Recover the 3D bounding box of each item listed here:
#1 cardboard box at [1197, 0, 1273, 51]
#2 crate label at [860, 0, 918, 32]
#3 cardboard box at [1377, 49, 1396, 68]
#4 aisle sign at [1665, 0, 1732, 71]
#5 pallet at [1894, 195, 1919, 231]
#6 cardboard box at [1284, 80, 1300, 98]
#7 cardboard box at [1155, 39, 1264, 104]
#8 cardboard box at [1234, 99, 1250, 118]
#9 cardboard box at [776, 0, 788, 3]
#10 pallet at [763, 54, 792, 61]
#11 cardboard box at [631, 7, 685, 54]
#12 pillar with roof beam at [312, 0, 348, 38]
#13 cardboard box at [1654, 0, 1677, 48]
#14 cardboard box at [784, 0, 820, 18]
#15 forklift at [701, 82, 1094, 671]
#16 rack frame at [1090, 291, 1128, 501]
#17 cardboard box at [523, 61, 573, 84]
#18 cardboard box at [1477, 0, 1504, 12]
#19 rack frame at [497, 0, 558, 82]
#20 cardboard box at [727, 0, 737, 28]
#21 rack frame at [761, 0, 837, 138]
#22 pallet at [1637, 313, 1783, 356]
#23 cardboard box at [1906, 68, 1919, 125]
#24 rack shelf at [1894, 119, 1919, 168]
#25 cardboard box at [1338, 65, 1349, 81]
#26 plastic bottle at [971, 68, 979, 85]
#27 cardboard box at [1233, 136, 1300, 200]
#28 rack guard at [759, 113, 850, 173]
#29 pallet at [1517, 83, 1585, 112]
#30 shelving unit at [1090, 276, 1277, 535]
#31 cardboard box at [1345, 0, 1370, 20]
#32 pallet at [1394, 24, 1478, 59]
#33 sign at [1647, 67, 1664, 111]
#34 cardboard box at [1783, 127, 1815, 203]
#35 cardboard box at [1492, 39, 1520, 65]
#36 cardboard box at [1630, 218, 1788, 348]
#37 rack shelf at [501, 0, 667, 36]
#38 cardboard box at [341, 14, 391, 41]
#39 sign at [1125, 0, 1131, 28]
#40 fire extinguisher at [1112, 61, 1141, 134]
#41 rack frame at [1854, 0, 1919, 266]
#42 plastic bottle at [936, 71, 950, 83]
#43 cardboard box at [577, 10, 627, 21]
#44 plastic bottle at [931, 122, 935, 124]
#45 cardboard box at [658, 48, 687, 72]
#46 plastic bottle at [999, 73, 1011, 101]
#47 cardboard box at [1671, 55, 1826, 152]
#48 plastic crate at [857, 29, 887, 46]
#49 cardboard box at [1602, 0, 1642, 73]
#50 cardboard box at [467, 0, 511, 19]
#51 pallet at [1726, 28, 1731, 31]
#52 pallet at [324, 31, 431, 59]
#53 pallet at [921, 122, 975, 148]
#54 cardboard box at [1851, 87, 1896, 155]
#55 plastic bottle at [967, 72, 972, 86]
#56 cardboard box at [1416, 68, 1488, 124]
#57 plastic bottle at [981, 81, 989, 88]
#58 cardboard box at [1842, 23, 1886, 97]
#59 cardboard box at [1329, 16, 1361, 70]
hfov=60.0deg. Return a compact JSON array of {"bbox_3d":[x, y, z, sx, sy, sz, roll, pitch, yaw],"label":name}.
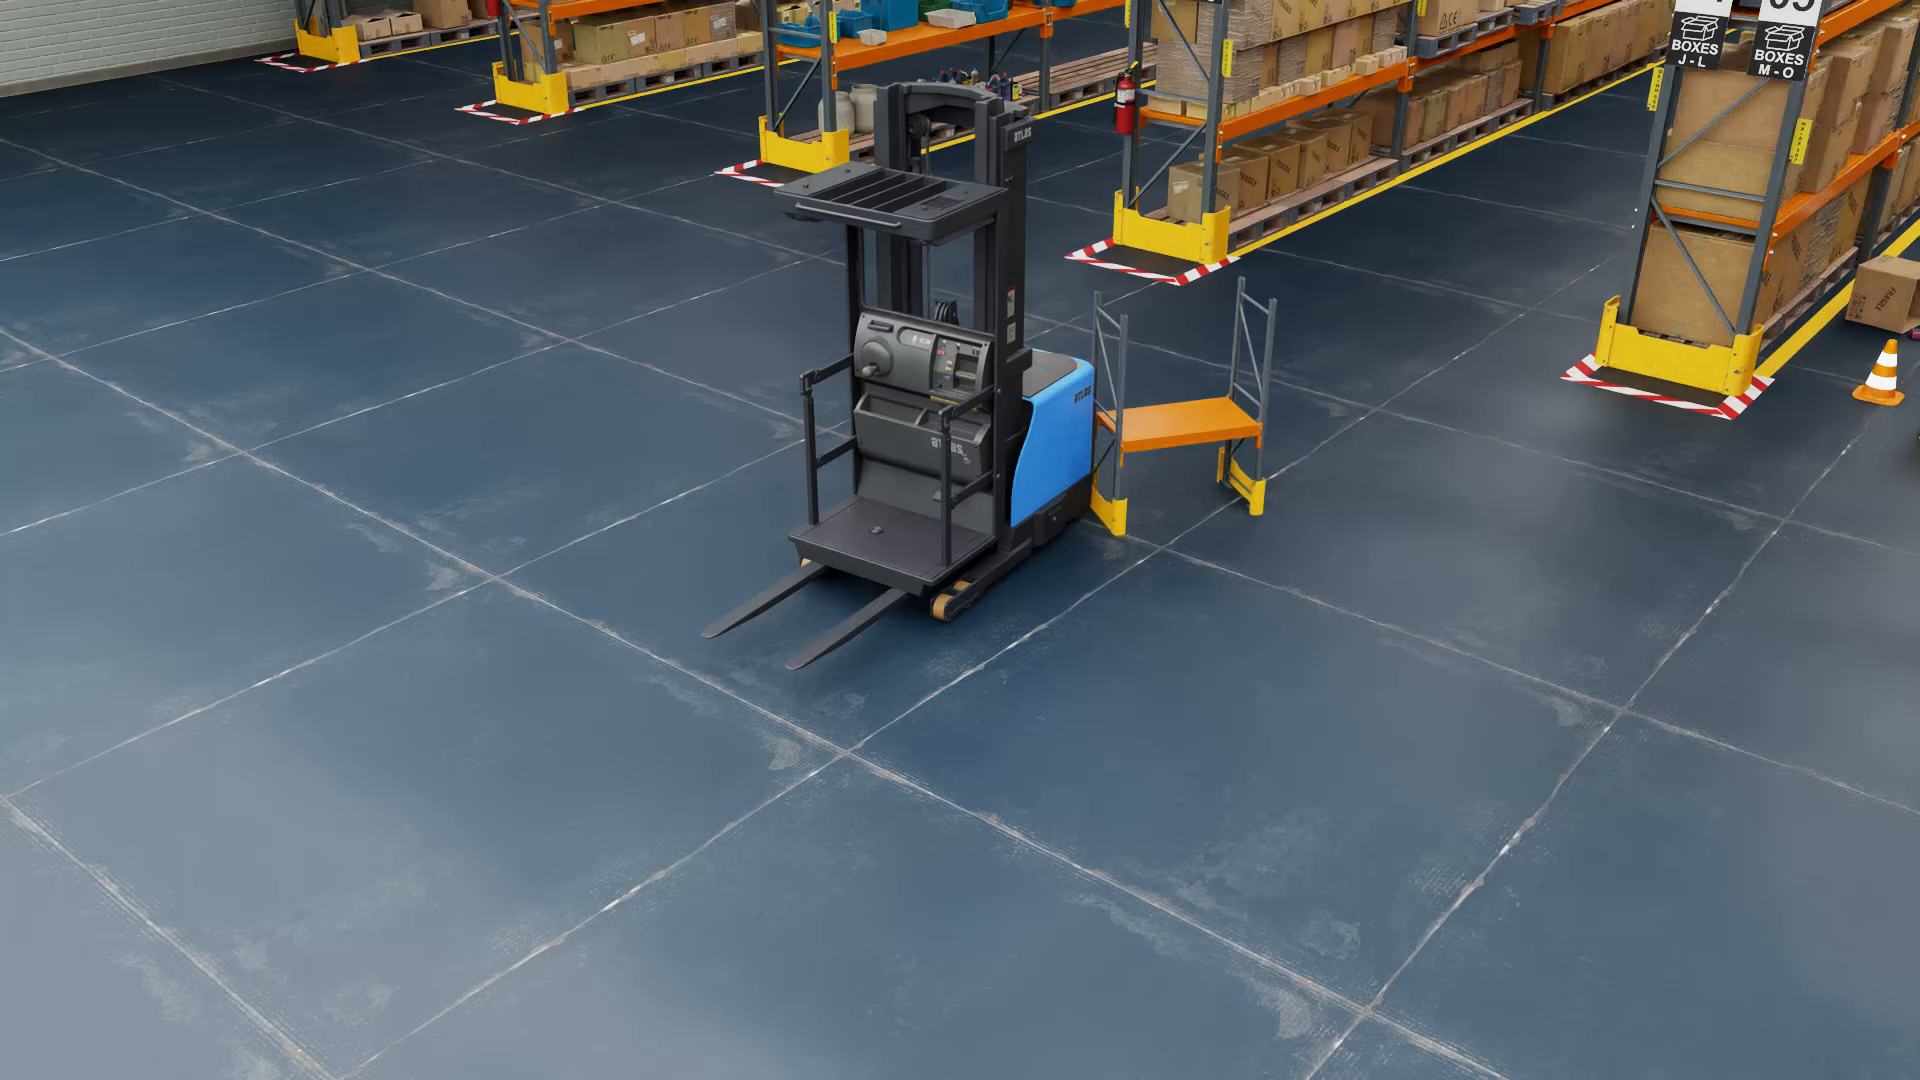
[{"bbox_3d":[2.576,-4.910,15.587,0.500,0.500,0.500,21,34,34],"label":"cardboard box"},{"bbox_3d":[-0.844,-6.369,19.889,0.502,0.435,0.616,21,34,34],"label":"crate label"},{"bbox_3d":[4.484,-5.232,18.005,0.380,0.149,0.250,21,34,34],"label":"cardboard box"},{"bbox_3d":[5.503,-3.905,12.337,0.394,0.787,0.004,21,34,34],"label":"aisle sign"},{"bbox_3d":[9.532,-3.598,17.607,1.003,0.211,1.213,21,34,34],"label":"pallet"},{"bbox_3d":[3.171,-4.539,16.664,0.380,0.149,0.250,21,34,34],"label":"cardboard box"},{"bbox_3d":[2.387,-4.537,15.955,0.875,0.500,0.500,21,34,34],"label":"cardboard box"},{"bbox_3d":[2.555,-4.176,15.964,0.380,0.149,0.250,21,34,34],"label":"cardboard box"},{"bbox_3d":[-2.719,-8.116,25.232,0.500,0.311,0.500,22,34,36],"label":"cardboard box"},{"bbox_3d":[-2.643,-7.523,25.193,1.003,0.211,1.213,21,34,34],"label":"pallet"},{"bbox_3d":[-4.156,-7.025,22.916,0.500,0.500,0.500,21,34,34],"label":"cardboard box"},{"bbox_3d":[-6.351,-10.424,21.238,9.100,9.000,0.400,21,34,34],"label":"pillar with roof beam"},{"bbox_3d":[10.131,-7.882,24.708,0.875,0.875,0.875,21,34,34],"label":"cardboard box"},{"bbox_3d":[-2.304,-7.952,24.915,0.500,0.311,0.500,20,34,34],"label":"cardboard box"},{"bbox_3d":[-0.347,-1.061,9.744,1.130,2.935,3.031,17,32,29],"label":"forklift"},{"bbox_3d":[0.953,-0.826,10.846,0.032,1.500,0.500,-8,28,-15],"label":"rack frame"},{"bbox_3d":[-5.512,-6.312,22.354,0.500,0.250,0.500,21,34,34],"label":"cardboard box"},{"bbox_3d":[6.253,-6.467,19.807,0.396,0.266,0.258,20,33,33],"label":"cardboard box"},{"bbox_3d":[-5.625,-7.070,21.284,1.000,3.000,0.127,21,34,34],"label":"rack frame"},{"bbox_3d":[-3.618,-7.714,24.248,0.500,0.500,0.500,21,34,34],"label":"cardboard box"},{"bbox_3d":[-1.806,-5.621,18.483,1.000,3.000,0.127,21,34,34],"label":"rack frame"},{"bbox_3d":[6.228,-1.756,14.047,1.003,0.211,1.213,21,34,34],"label":"pallet"},{"bbox_3d":[8.866,-4.259,15.741,0.500,0.500,0.500,21,34,35],"label":"cardboard box"},{"bbox_3d":[9.596,-4.496,17.091,1.077,0.370,4.000,21,34,34],"label":"rack shelf"},{"bbox_3d":[3.817,-4.889,17.342,0.380,0.149,0.250,21,34,34],"label":"cardboard box"},{"bbox_3d":[0.198,-6.038,21.780,0.097,0.271,0.097,0,27,0],"label":"plastic bottle"},{"bbox_3d":[3.193,-3.905,17.429,0.500,0.500,0.500,25,36,39],"label":"cardboard box"},{"bbox_3d":[-1.794,-4.552,19.136,1.175,0.500,0.348,21,34,34],"label":"rack guard"},{"bbox_3d":[7.664,-6.029,22.306,1.003,0.211,1.213,21,34,34],"label":"pallet"},{"bbox_3d":[1.448,-0.895,10.981,1.083,1.500,0.587,-8,28,-15],"label":"shelving unit"},{"bbox_3d":[3.851,-5.618,16.956,0.500,0.500,0.500,21,34,34],"label":"cardboard box"},{"bbox_3d":[5.159,-5.735,18.912,1.003,0.211,1.213,21,34,34],"label":"pallet"},{"bbox_3d":[5.369,-3.471,12.809,0.100,0.325,0.005,21,34,34],"label":"sign"},{"bbox_3d":[6.313,-3.101,13.448,0.875,0.550,0.550,21,34,34],"label":"cardboard box"},{"bbox_3d":[6.702,-6.182,20.993,0.500,0.250,0.500,22,35,36],"label":"cardboard box"},{"bbox_3d":[6.160,-2.191,13.707,0.875,0.875,0.875,21,34,35],"label":"cardboard box"},{"bbox_3d":[-4.353,-7.460,22.820,1.077,0.370,4.000,21,34,34],"label":"rack shelf"},{"bbox_3d":[-8.941,-7.737,25.020,0.500,0.311,0.500,17,32,29],"label":"cardboard box"},{"bbox_3d":[1.601,-4.998,15.674,0.100,0.325,0.005,21,34,34],"label":"sign"},{"bbox_3d":[1.588,-4.233,15.885,0.296,0.674,0.183,21,34,34],"label":"fire extinguisher"},{"bbox_3d":[8.324,-4.106,15.555,1.000,3.000,0.127,21,34,34],"label":"rack frame"},{"bbox_3d":[-0.215,-5.826,21.284,0.144,0.351,0.185,19,33,32],"label":"plastic bottle"},{"bbox_3d":[-4.889,-7.004,22.876,0.500,0.500,0.500,21,34,34],"label":"cardboard box"},{"bbox_3d":[-0.346,-5.162,20.163,0.097,0.201,0.097,0,27,0],"label":"plastic bottle"},{"bbox_3d":[-4.157,-6.692,23.088,0.500,0.250,0.500,21,34,34],"label":"cardboard box"},{"bbox_3d":[0.551,-5.746,21.128,0.144,0.351,0.185,20,33,33],"label":"plastic bottle"},{"bbox_3d":[6.045,-3.355,12.764,0.875,0.550,0.550,21,34,34],"label":"cardboard box"},{"bbox_3d":[-0.988,-5.727,18.975,0.298,0.136,0.250,21,34,34],"label":"plastic crate"},{"bbox_3d":[8.690,-7.121,23.238,1.225,0.875,0.875,19,33,33],"label":"cardboard box"},{"bbox_3d":[-7.535,-8.640,26.561,0.500,0.500,0.500,18,32,31],"label":"cardboard box"},{"bbox_3d":[11.745,-8.301,26.699,1.003,0.211,1.213,21,34,34],"label":"pallet"},{"bbox_3d":[-8.858,-7.583,25.310,1.003,0.211,1.213,21,34,34],"label":"pallet"},{"bbox_3d":[-0.496,-5.140,20.589,1.003,0.211,1.213,21,34,34],"label":"pallet"},{"bbox_3d":[7.766,-3.837,14.871,0.875,0.550,0.550,21,34,34],"label":"cardboard box"},{"bbox_3d":[0.096,-5.890,21.480,0.061,0.283,0.133,21,34,34],"label":"plastic bottle"},{"bbox_3d":[5.996,-5.448,20.391,0.700,0.500,0.500,24,36,38],"label":"cardboard box"},{"bbox_3d":[0.299,-5.679,21.080,0.152,0.276,0.135,21,34,34],"label":"plastic bottle"},{"bbox_3d":[7.353,-4.152,14.304,0.875,0.550,0.550,21,34,34],"label":"cardboard box"},{"bbox_3d":[3.641,-5.253,17.339,0.875,0.500,0.500,21,34,34],"label":"cardboard box"}]
